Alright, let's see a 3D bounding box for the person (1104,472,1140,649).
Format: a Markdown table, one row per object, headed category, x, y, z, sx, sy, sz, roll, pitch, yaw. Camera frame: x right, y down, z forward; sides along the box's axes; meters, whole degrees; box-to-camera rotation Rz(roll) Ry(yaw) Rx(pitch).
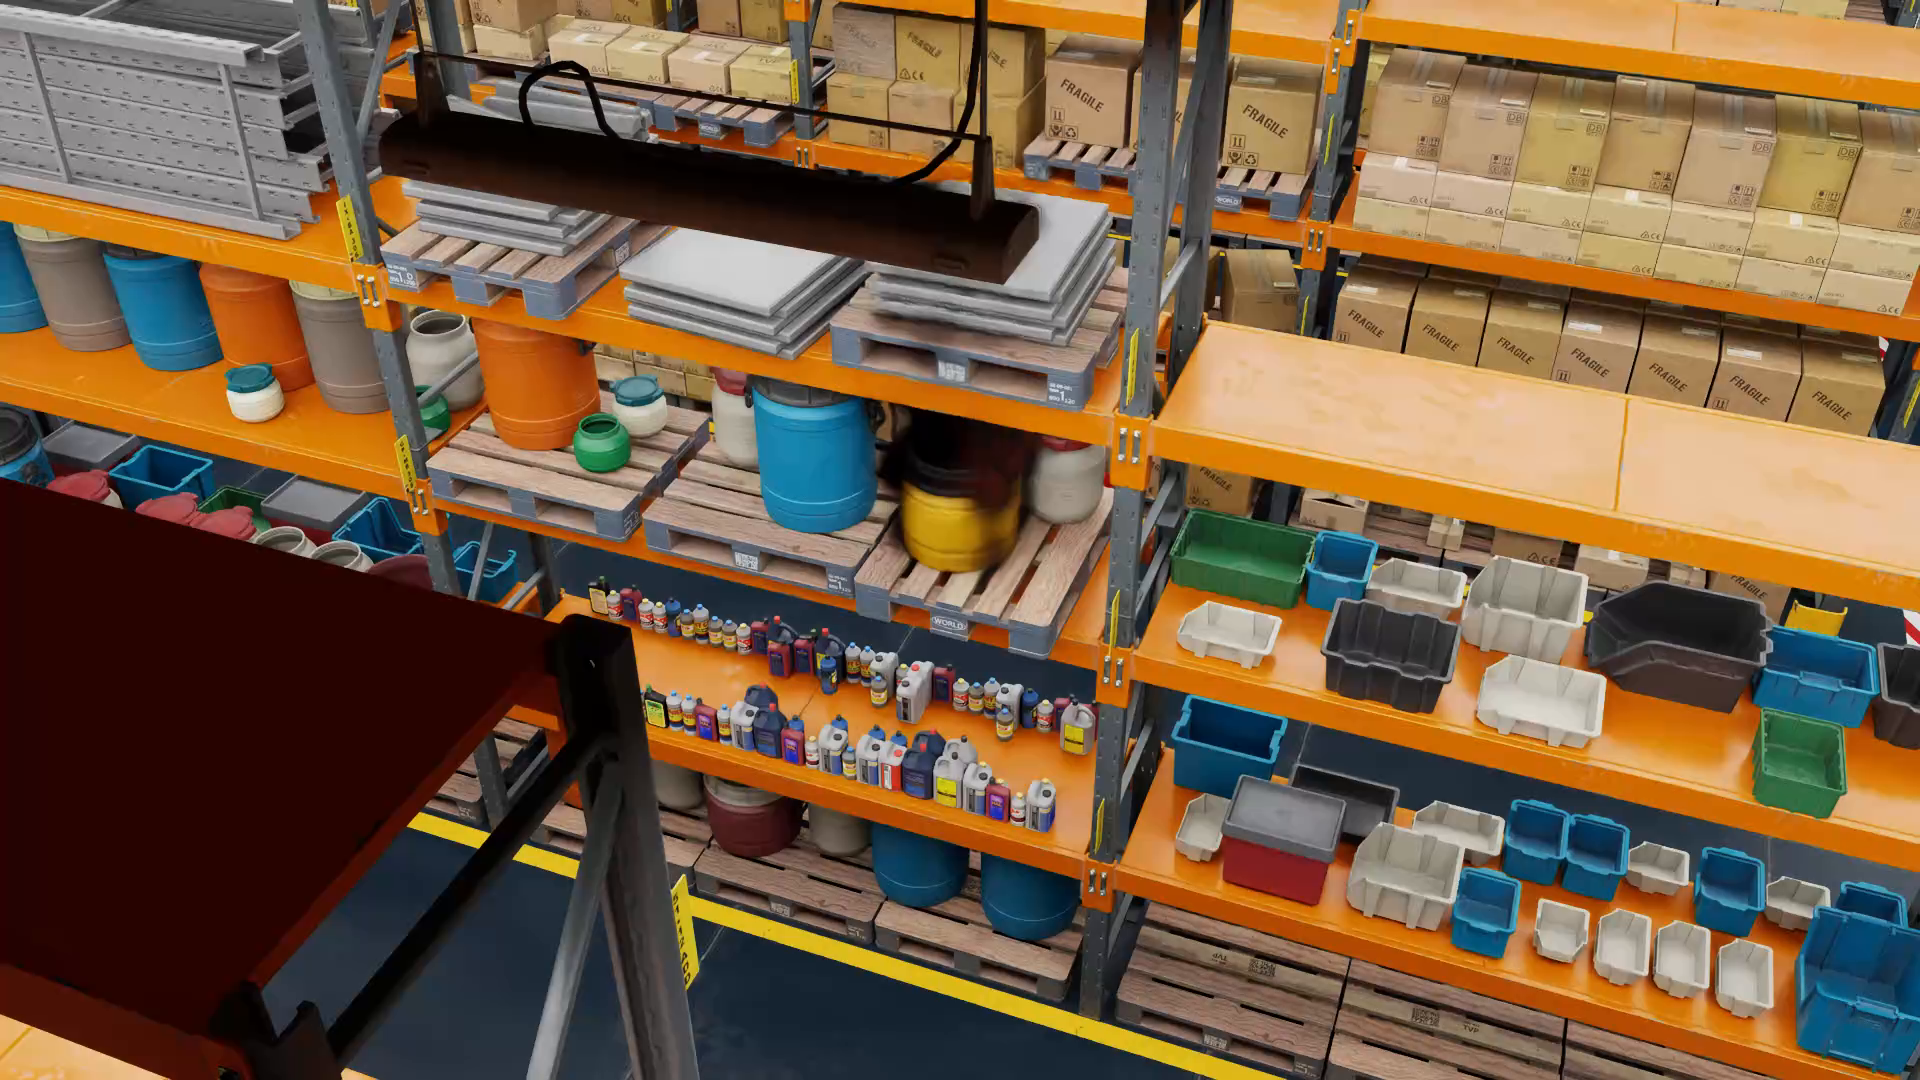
| category | x | y | z | sx | sy | sz | roll | pitch | yaw |
| --- | --- | --- | --- | --- | --- | --- | --- | --- | --- |
| person | 0.847 | 0.105 | 11.773 | 0.956 | 1.741 | 0.657 | 7 | 37 | 9 |
